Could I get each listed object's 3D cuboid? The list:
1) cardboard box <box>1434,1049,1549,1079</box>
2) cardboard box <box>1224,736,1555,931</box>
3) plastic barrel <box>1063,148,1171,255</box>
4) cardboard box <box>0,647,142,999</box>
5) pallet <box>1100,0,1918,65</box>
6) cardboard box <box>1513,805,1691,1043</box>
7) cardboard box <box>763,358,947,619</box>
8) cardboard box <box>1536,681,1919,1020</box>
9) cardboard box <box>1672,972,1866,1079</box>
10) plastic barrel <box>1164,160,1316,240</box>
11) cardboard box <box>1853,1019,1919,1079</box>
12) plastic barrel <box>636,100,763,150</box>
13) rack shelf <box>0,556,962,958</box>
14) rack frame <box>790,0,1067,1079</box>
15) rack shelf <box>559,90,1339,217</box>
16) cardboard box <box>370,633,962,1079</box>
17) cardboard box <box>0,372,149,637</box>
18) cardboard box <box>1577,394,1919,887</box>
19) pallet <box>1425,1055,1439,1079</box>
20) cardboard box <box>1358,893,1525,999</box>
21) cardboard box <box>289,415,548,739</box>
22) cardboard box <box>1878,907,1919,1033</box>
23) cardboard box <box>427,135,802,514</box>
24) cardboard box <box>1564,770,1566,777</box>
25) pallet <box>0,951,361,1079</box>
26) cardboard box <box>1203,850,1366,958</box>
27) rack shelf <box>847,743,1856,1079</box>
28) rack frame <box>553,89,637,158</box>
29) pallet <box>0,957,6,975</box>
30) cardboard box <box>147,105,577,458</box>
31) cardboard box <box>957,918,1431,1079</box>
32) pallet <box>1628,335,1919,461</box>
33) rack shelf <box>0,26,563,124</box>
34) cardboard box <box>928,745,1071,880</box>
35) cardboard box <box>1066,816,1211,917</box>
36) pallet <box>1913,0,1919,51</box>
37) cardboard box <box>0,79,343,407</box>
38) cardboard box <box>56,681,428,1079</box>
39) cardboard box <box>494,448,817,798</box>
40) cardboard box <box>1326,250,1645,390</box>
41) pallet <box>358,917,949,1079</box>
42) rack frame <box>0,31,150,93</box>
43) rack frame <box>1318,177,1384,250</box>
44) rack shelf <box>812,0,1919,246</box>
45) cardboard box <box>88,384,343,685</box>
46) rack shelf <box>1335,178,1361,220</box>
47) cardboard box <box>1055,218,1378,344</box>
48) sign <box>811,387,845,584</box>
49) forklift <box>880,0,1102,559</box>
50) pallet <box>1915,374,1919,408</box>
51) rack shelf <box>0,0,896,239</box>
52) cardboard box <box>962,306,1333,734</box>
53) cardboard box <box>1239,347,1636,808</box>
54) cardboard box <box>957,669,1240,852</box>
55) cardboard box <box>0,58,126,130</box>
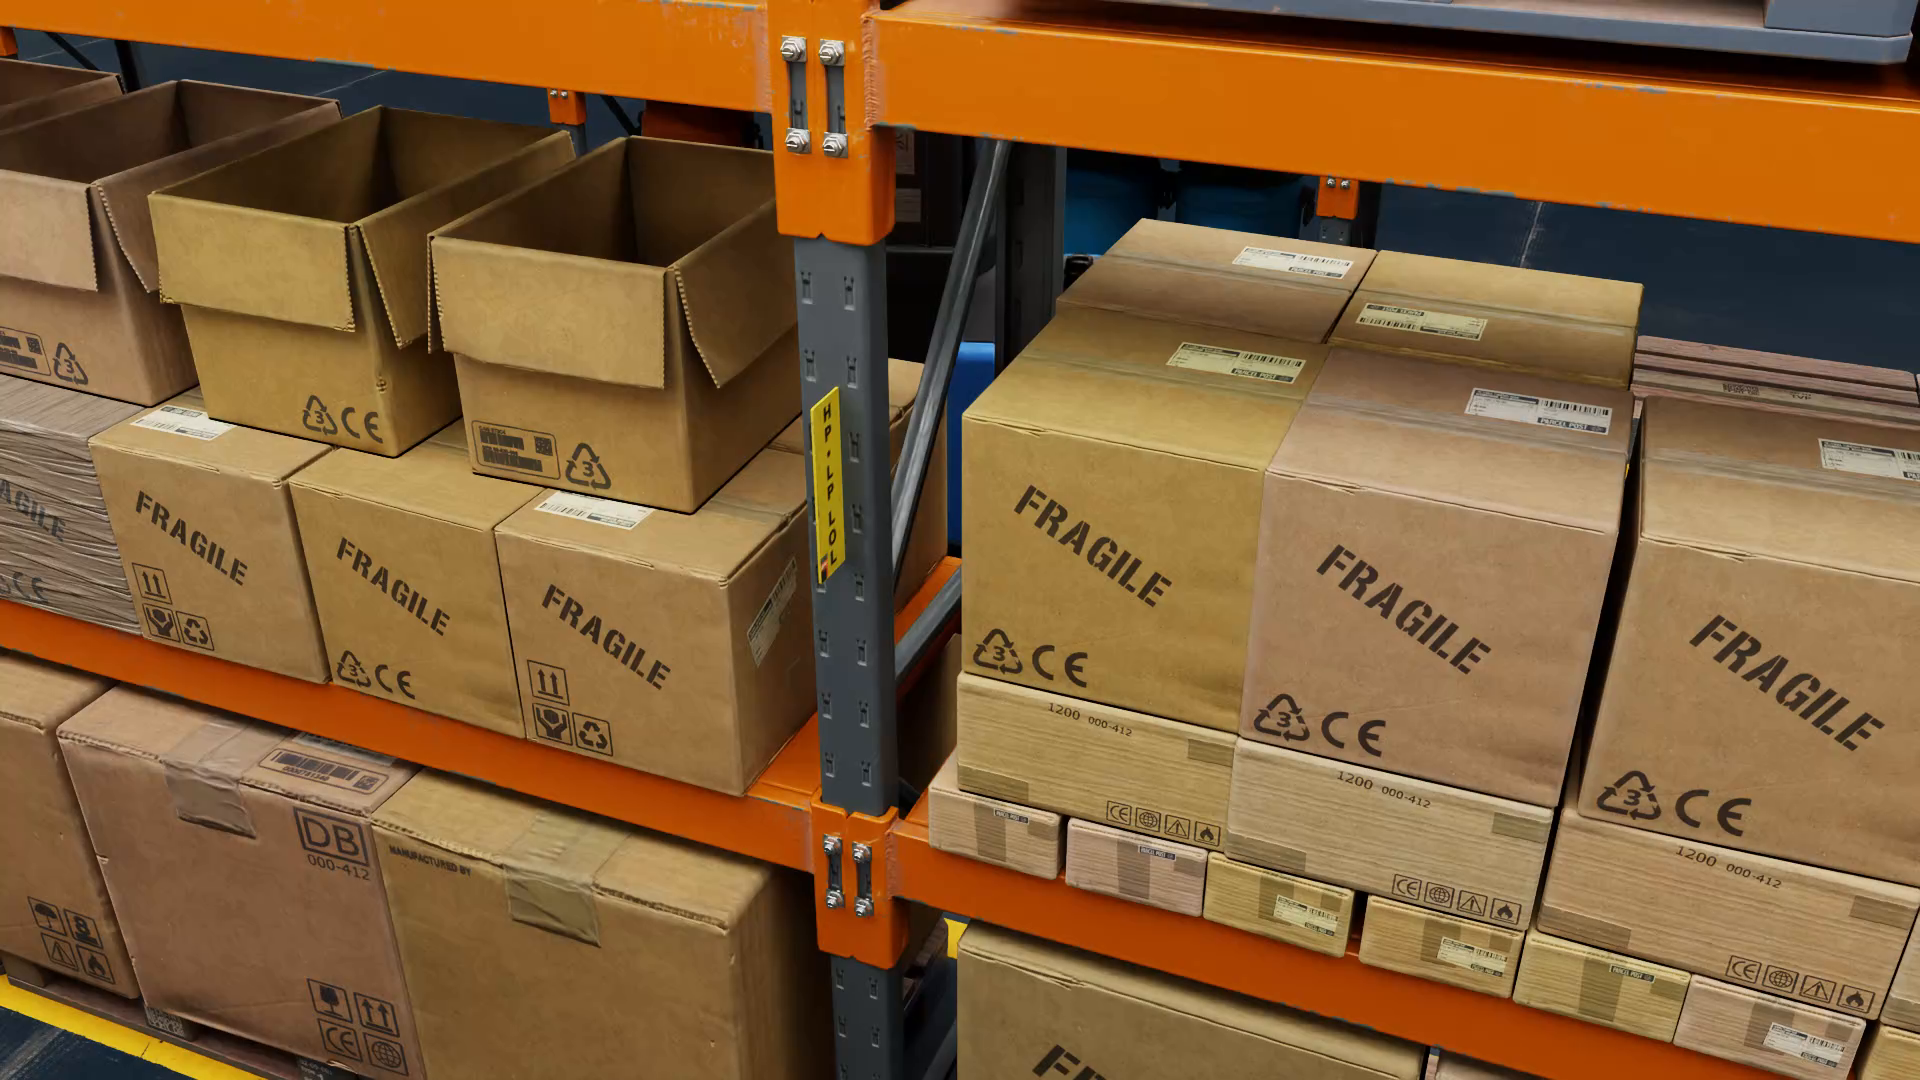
[{"bbox_3d":[1.394,1.199,3.313,0.875,0.875,0.875,11,31,19],"label":"cardboard box"},{"bbox_3d":[0.774,0.368,2.901,0.500,0.250,0.500,11,31,19],"label":"cardboard box"},{"bbox_3d":[0.687,-1.636,8.301,0.708,0.901,0.600,11,31,19],"label":"plastic barrel"},{"bbox_3d":[-2.273,0.439,4.657,0.875,0.875,1.225,11,31,19],"label":"cardboard box"},{"bbox_3d":[0.733,-0.980,2.476,1.213,0.211,1.003,11,31,19],"label":"pallet"},{"bbox_3d":[1.097,0.639,2.826,0.250,0.149,0.380,11,31,18],"label":"cardboard box"},{"bbox_3d":[-0.354,-0.111,3.796,0.500,0.500,0.500,11,31,19],"label":"cardboard box"},{"bbox_3d":[1.256,0.461,2.736,0.500,0.250,0.500,12,32,20],"label":"cardboard box"},{"bbox_3d":[1.329,0.687,2.742,0.250,0.149,0.380,12,32,20],"label":"cardboard box"},{"bbox_3d":[1.343,-1.505,8.069,0.708,0.901,0.600,11,31,19],"label":"plastic barrel"},{"bbox_3d":[1.572,0.735,2.657,0.250,0.149,0.380,10,31,18],"label":"cardboard box"},{"bbox_3d":[-1.406,-2.022,9.058,0.708,0.830,0.600,11,31,19],"label":"plastic barrel"},{"bbox_3d":[-1.875,0.075,4.300,4.000,0.370,1.077,11,31,19],"label":"rack shelf"},{"bbox_3d":[-0.022,0.132,3.469,0.127,3.000,1.000,11,31,19],"label":"rack frame"},{"bbox_3d":[-0.013,-2.184,8.296,4.000,0.370,1.077,11,31,19],"label":"rack shelf"},{"bbox_3d":[-0.622,0.764,4.082,0.875,0.875,1.225,11,31,19],"label":"cardboard box"},{"bbox_3d":[-1.963,-0.157,3.878,0.500,0.500,0.500,11,31,19],"label":"cardboard box"},{"bbox_3d":[1.263,0.135,2.551,0.500,0.500,0.500,10,31,18],"label":"cardboard box"},{"bbox_3d":[0.654,1.522,3.843,1.213,0.211,1.003,11,31,19],"label":"pallet"},{"bbox_3d":[0.859,0.592,2.909,0.250,0.149,0.380,10,31,18],"label":"cardboard box"},{"bbox_3d":[-1.014,0.031,3.544,0.500,0.500,0.500,12,32,21],"label":"cardboard box"},{"bbox_3d":[1.710,0.556,2.568,0.500,0.250,0.500,11,31,19],"label":"cardboard box"},{"bbox_3d":[-0.617,-0.463,3.400,0.637,0.503,0.797,10,31,18],"label":"cardboard box"},{"bbox_3d":[1.338,0.338,3.359,0.250,0.149,0.380,12,32,20],"label":"cardboard box"},{"bbox_3d":[-1.899,1.012,4.745,1.213,0.211,1.003,11,31,19],"label":"pallet"},{"bbox_3d":[0.615,0.544,2.994,0.250,0.149,0.380,12,32,21],"label":"cardboard box"},{"bbox_3d":[1.832,0.815,2.991,4.000,0.370,1.077,11,31,19],"label":"rack shelf"},{"bbox_3d":[-1.866,-2.867,8.774,0.127,3.000,1.000,11,31,19],"label":"rack frame"},{"bbox_3d":[-3.026,0.786,5.145,1.213,0.211,1.003,11,31,19],"label":"pallet"},{"bbox_3d":[-1.248,-0.595,3.634,0.637,0.503,0.797,12,32,20],"label":"cardboard box"},{"bbox_3d":[0.560,1.032,3.608,0.875,0.875,0.875,11,31,19],"label":"cardboard box"},{"bbox_3d":[3.671,-0.570,7.543,1.213,0.211,1.003,11,31,19],"label":"pallet"},{"bbox_3d":[-3.719,-2.924,9.605,4.000,0.370,1.077,11,31,19],"label":"rack shelf"},{"bbox_3d":[0.127,0.447,3.165,0.250,0.149,0.380,11,31,19],"label":"cardboard box"},{"bbox_3d":[0.371,0.496,3.080,0.250,0.149,0.380,10,31,17],"label":"cardboard box"},{"bbox_3d":[1.859,-0.753,2.076,1.213,0.211,1.003,11,31,19],"label":"pallet"},{"bbox_3d":[-1.830,-0.703,3.825,0.637,0.503,0.797,12,32,21],"label":"cardboard box"},{"bbox_3d":[-1.451,0.600,4.373,0.875,0.875,1.225,10,31,17],"label":"cardboard box"},{"bbox_3d":[-0.558,0.126,3.377,0.500,0.500,0.500,11,31,19],"label":"cardboard box"},{"bbox_3d":[0.968,-0.201,3.146,0.500,0.500,0.500,12,31,20],"label":"cardboard box"},{"bbox_3d":[-0.765,1.237,4.347,1.213,0.211,1.003,11,31,19],"label":"pallet"},{"bbox_3d":[-5.573,-3.607,10.083,0.127,3.000,1.000,11,31,19],"label":"rack frame"},{"bbox_3d":[1.841,-2.127,7.464,0.127,3.000,1.000,11,31,19],"label":"rack frame"},{"bbox_3d":[1.832,-0.491,2.253,4.000,0.370,1.077,11,31,19],"label":"rack shelf"},{"bbox_3d":[-1.500,-0.062,3.710,0.500,0.500,0.500,11,31,19],"label":"cardboard box"},{"bbox_3d":[3.694,-1.444,6.987,4.000,0.370,1.077,11,31,19],"label":"rack shelf"},{"bbox_3d":[0.505,-0.296,3.313,0.500,0.500,0.500,12,32,21],"label":"cardboard box"},{"bbox_3d":[-0.217,-0.089,2.762,0.005,0.325,0.100,11,31,19],"label":"sign"},{"bbox_3d":[-0.675,-1.280,6.035,3.031,2.935,1.130,2,30,4],"label":"forklift"},{"bbox_3d":[4.797,-0.343,7.142,1.213,0.211,1.003,11,31,19],"label":"pallet"},{"bbox_3d":[-1.875,-1.231,3.562,4.000,0.370,1.077,11,31,19],"label":"rack shelf"},{"bbox_3d":[0.326,-0.054,2.885,0.500,0.500,0.500,11,31,19],"label":"cardboard box"},{"bbox_3d":[0.779,0.041,2.718,0.500,0.500,0.500,11,31,19],"label":"cardboard box"},{"bbox_3d":[0.315,0.274,3.067,0.500,0.250,0.500,11,31,18],"label":"cardboard box"},{"bbox_3d":[-2.454,-0.824,4.039,0.637,0.503,0.797,12,32,20],"label":"cardboard box"}]
